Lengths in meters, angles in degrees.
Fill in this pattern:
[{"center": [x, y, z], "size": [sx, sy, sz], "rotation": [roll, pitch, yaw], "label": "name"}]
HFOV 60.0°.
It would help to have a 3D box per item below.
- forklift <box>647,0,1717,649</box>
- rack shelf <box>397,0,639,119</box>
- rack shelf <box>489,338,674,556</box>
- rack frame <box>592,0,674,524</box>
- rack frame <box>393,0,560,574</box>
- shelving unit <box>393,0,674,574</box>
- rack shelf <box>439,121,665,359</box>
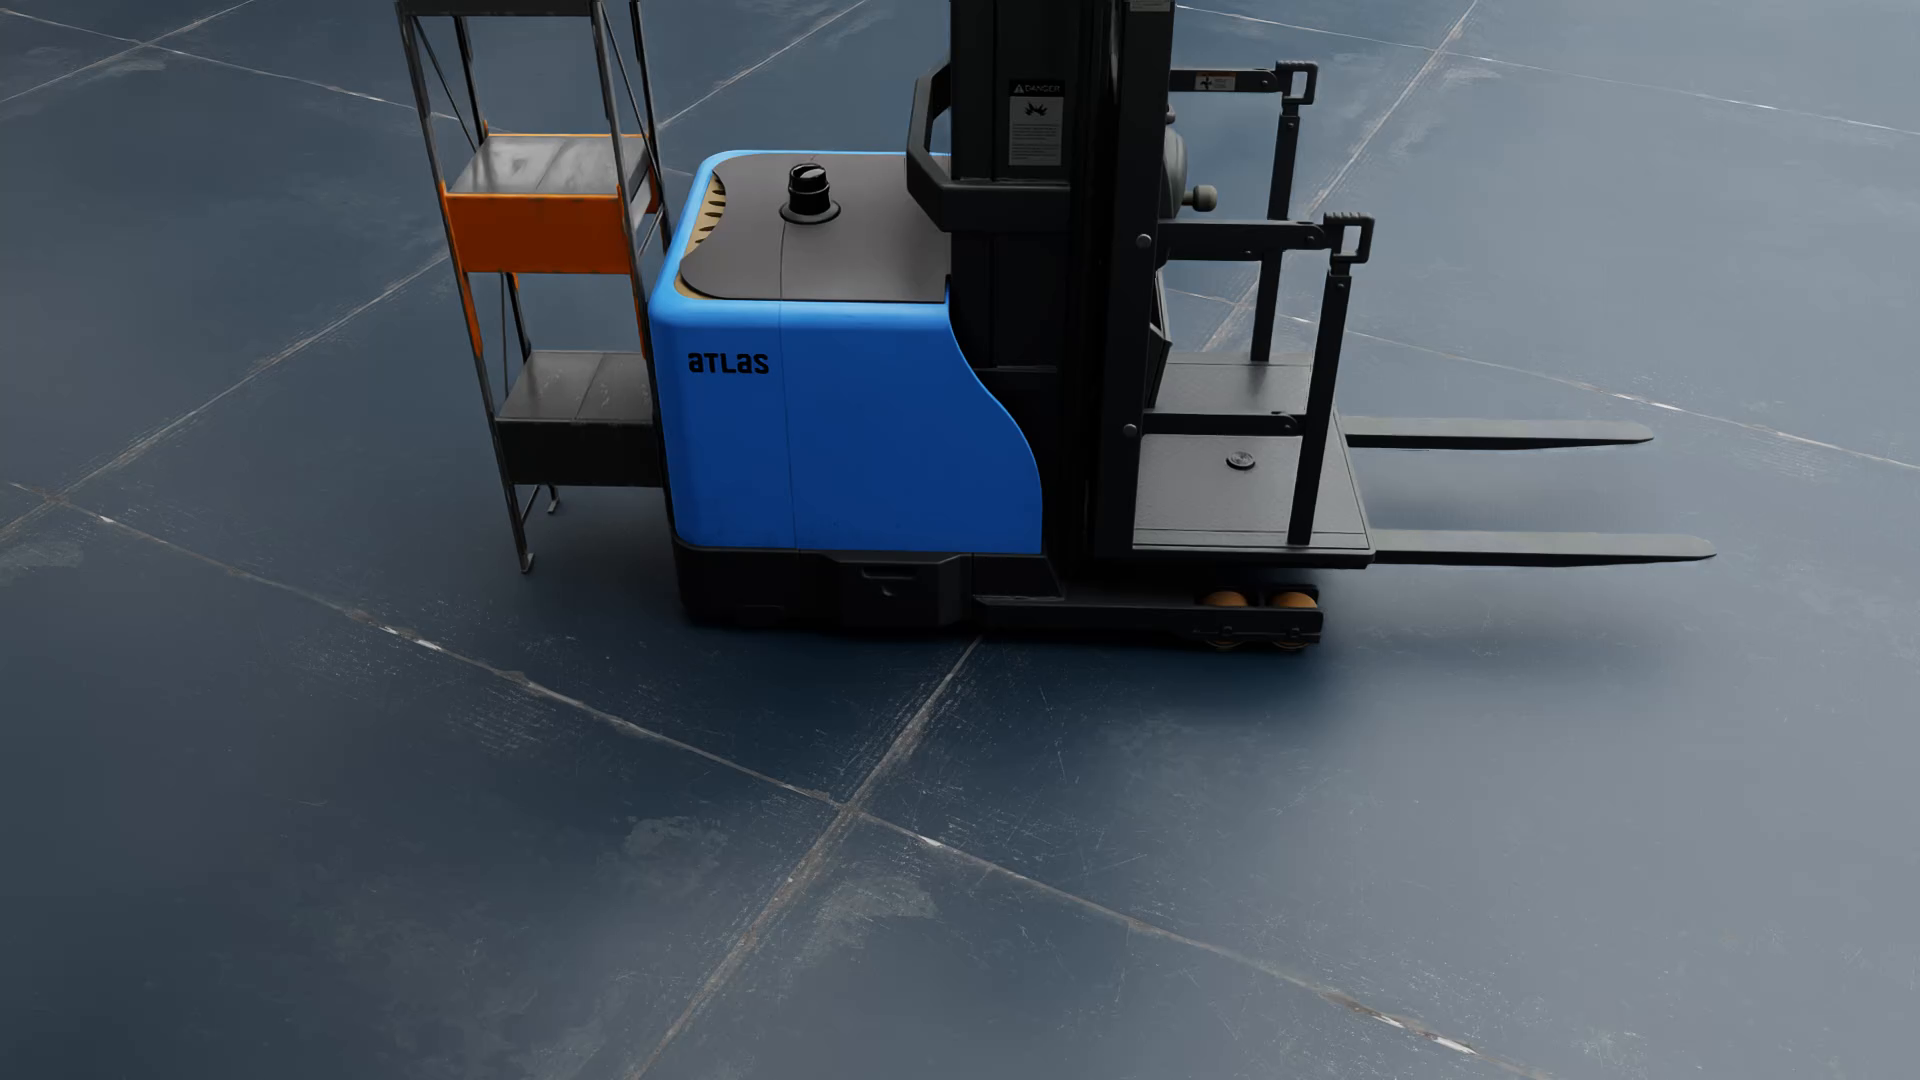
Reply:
[{"center": [0.698, -1.180, 4.380], "size": [3.031, 2.935, 1.130], "rotation": [1, 37, 1], "label": "forklift"}, {"center": [-1.114, -1.396, 4.210], "size": [0.480, 0.518, 0.431], "rotation": [1, 37, 3], "label": "rack shelf"}, {"center": [-1.089, -0.280, 5.054], "size": [0.480, 0.518, 0.431], "rotation": [1, 37, 3], "label": "rack shelf"}, {"center": [-0.858, -0.843, 4.609], "size": [0.015, 2.100, 0.400], "rotation": [1, 37, 3], "label": "rack frame"}, {"center": [-1.345, -0.854, 4.638], "size": [0.015, 2.100, 0.400], "rotation": [1, 37, 3], "label": "rack frame"}, {"center": [-1.102, -0.849, 4.624], "size": [0.503, 2.100, 0.431], "rotation": [1, 37, 3], "label": "shelving unit"}, {"center": [-1.102, -0.838, 4.632], "size": [0.480, 0.518, 0.431], "rotation": [1, 37, 3], "label": "rack shelf"}]
